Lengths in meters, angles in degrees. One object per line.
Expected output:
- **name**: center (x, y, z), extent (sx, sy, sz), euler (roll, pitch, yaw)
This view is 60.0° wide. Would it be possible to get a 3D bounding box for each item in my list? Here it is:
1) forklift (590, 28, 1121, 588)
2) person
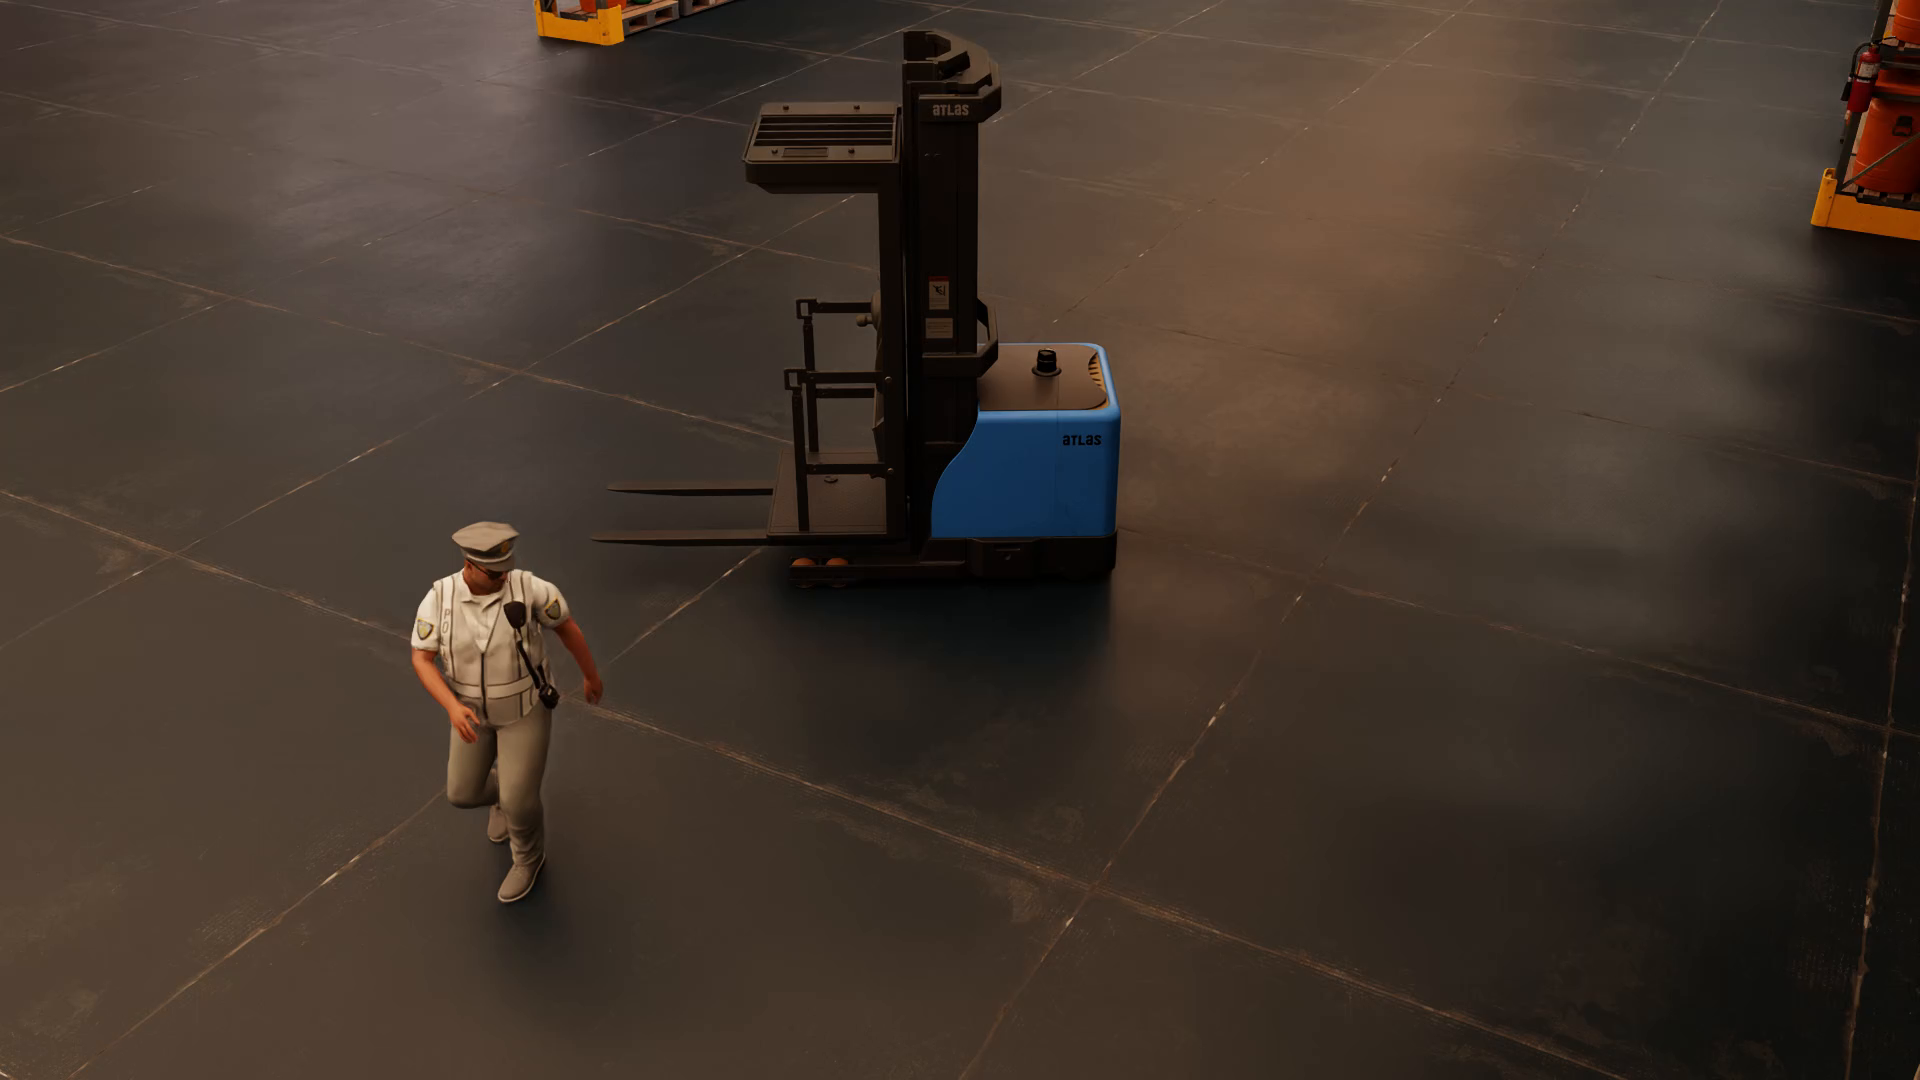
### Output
- **forklift**: center (-0.624, -1.263, 9.260), extent (3.031, 2.935, 1.130), euler (-1, 30, -1)
- **person**: center (-1.935, 0.709, 7.095), extent (0.699, 1.692, 0.635), euler (3, 30, 5)
